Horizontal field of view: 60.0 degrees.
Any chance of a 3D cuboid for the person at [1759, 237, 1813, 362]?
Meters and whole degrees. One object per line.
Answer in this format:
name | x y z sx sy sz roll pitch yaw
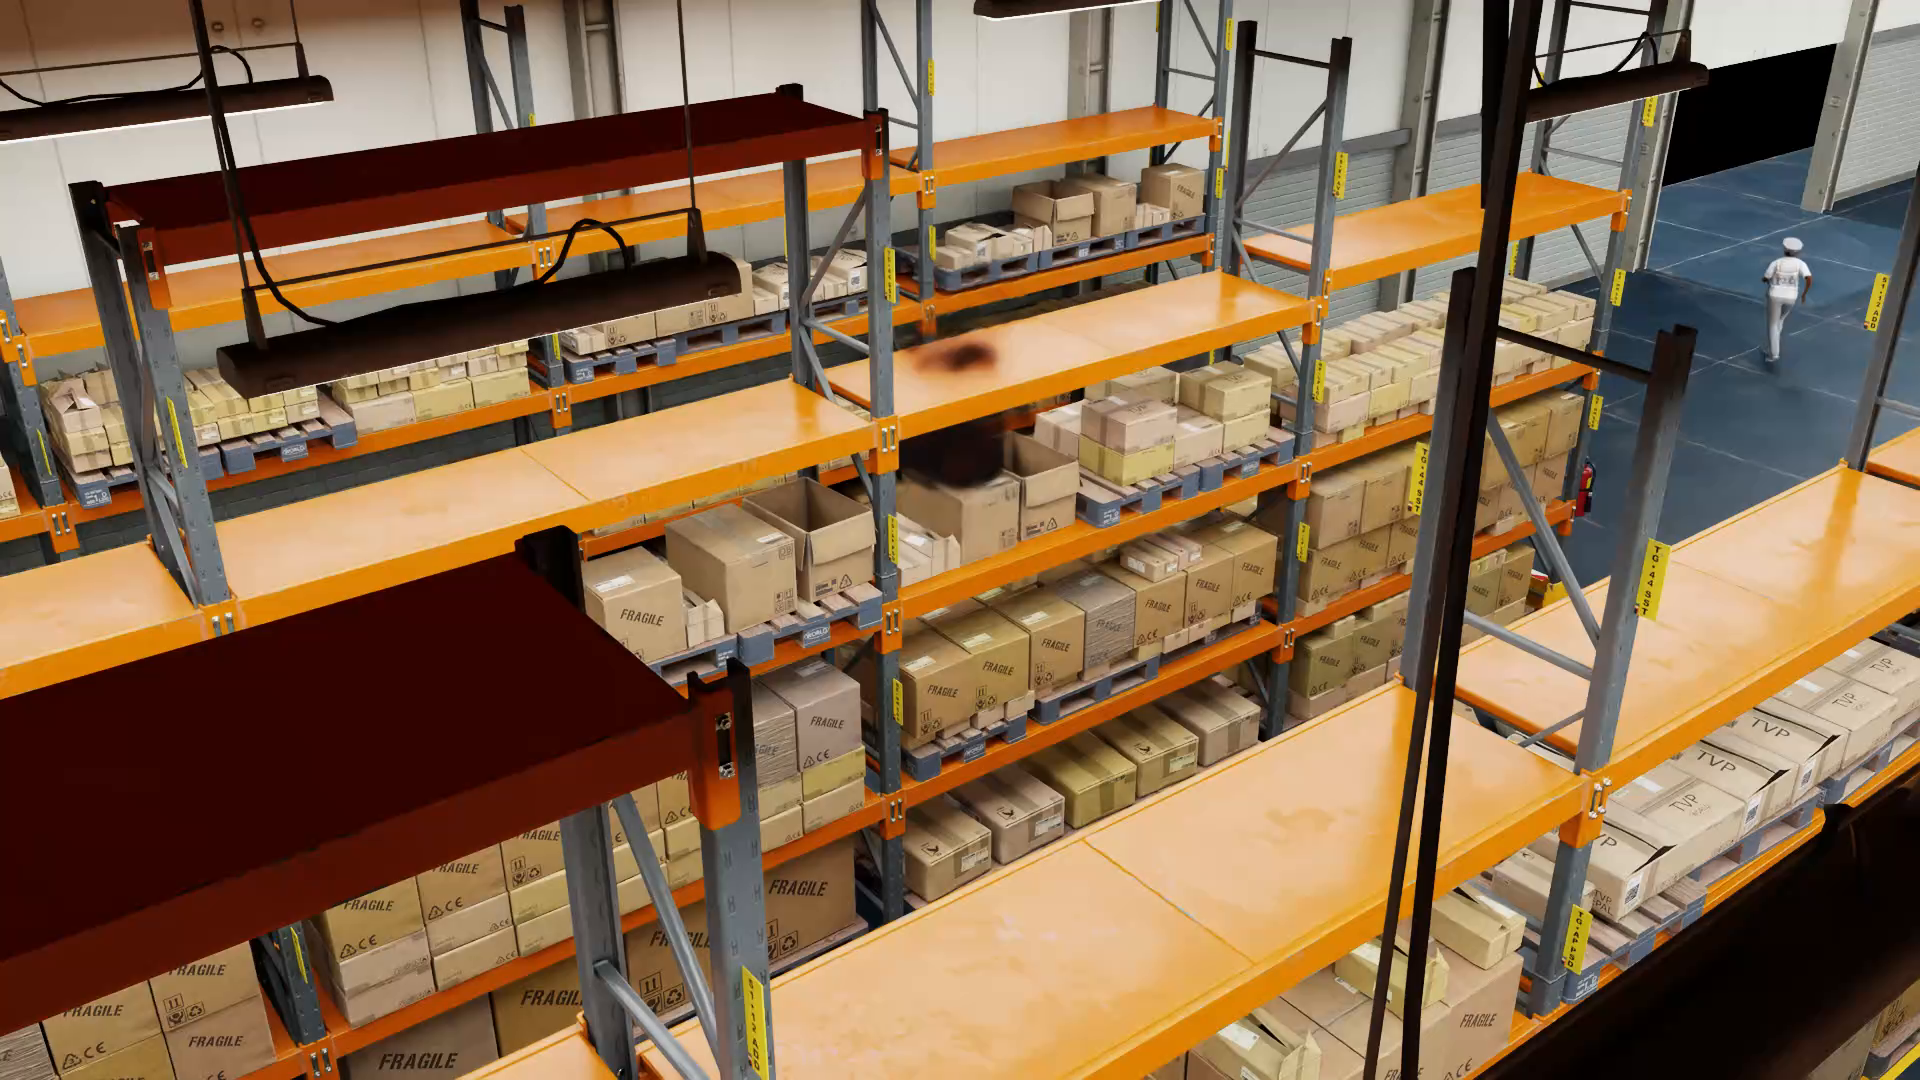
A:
person | 11.285 -3.276 22.862 0.547 1.738 0.834 3 26 6
